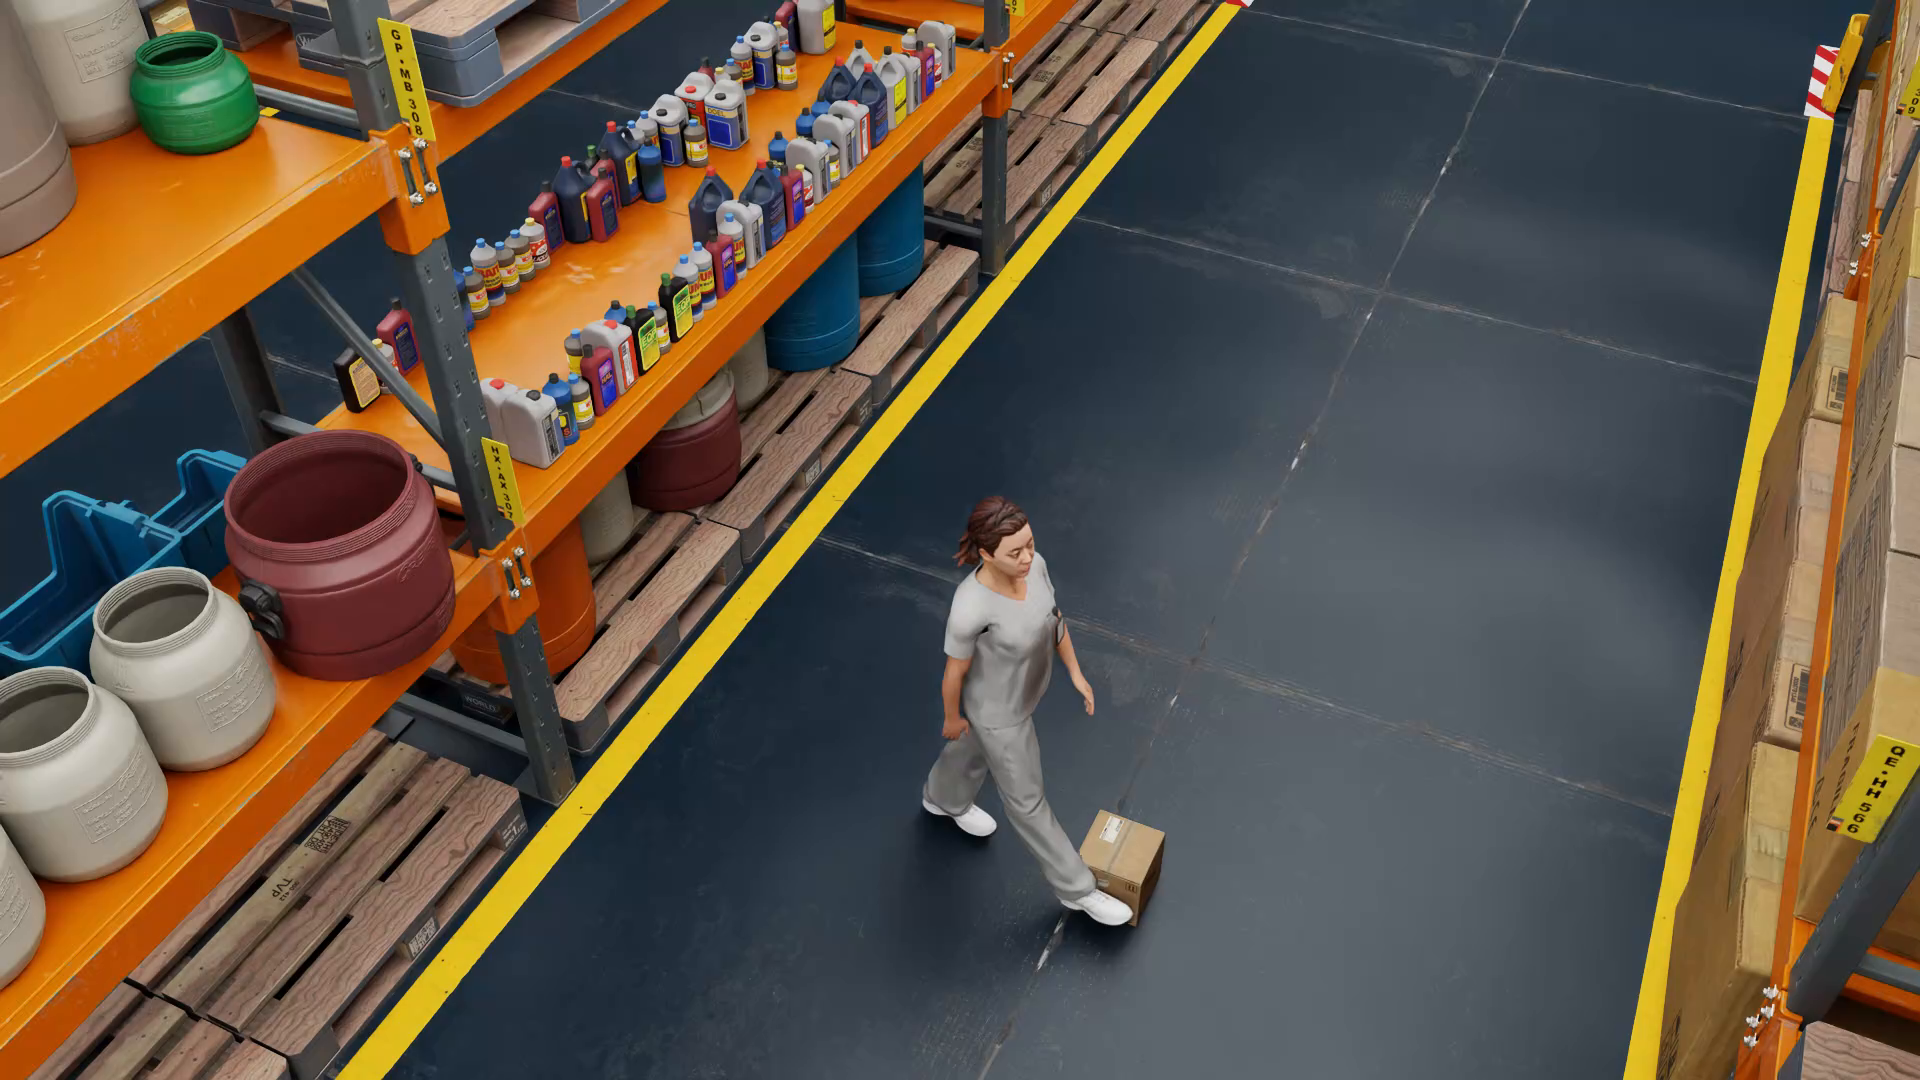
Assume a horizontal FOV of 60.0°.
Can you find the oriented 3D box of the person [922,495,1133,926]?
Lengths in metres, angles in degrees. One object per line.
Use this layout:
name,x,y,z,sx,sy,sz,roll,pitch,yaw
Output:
person,0.264,0.549,5.543,0.939,1.630,0.450,21,46,22
